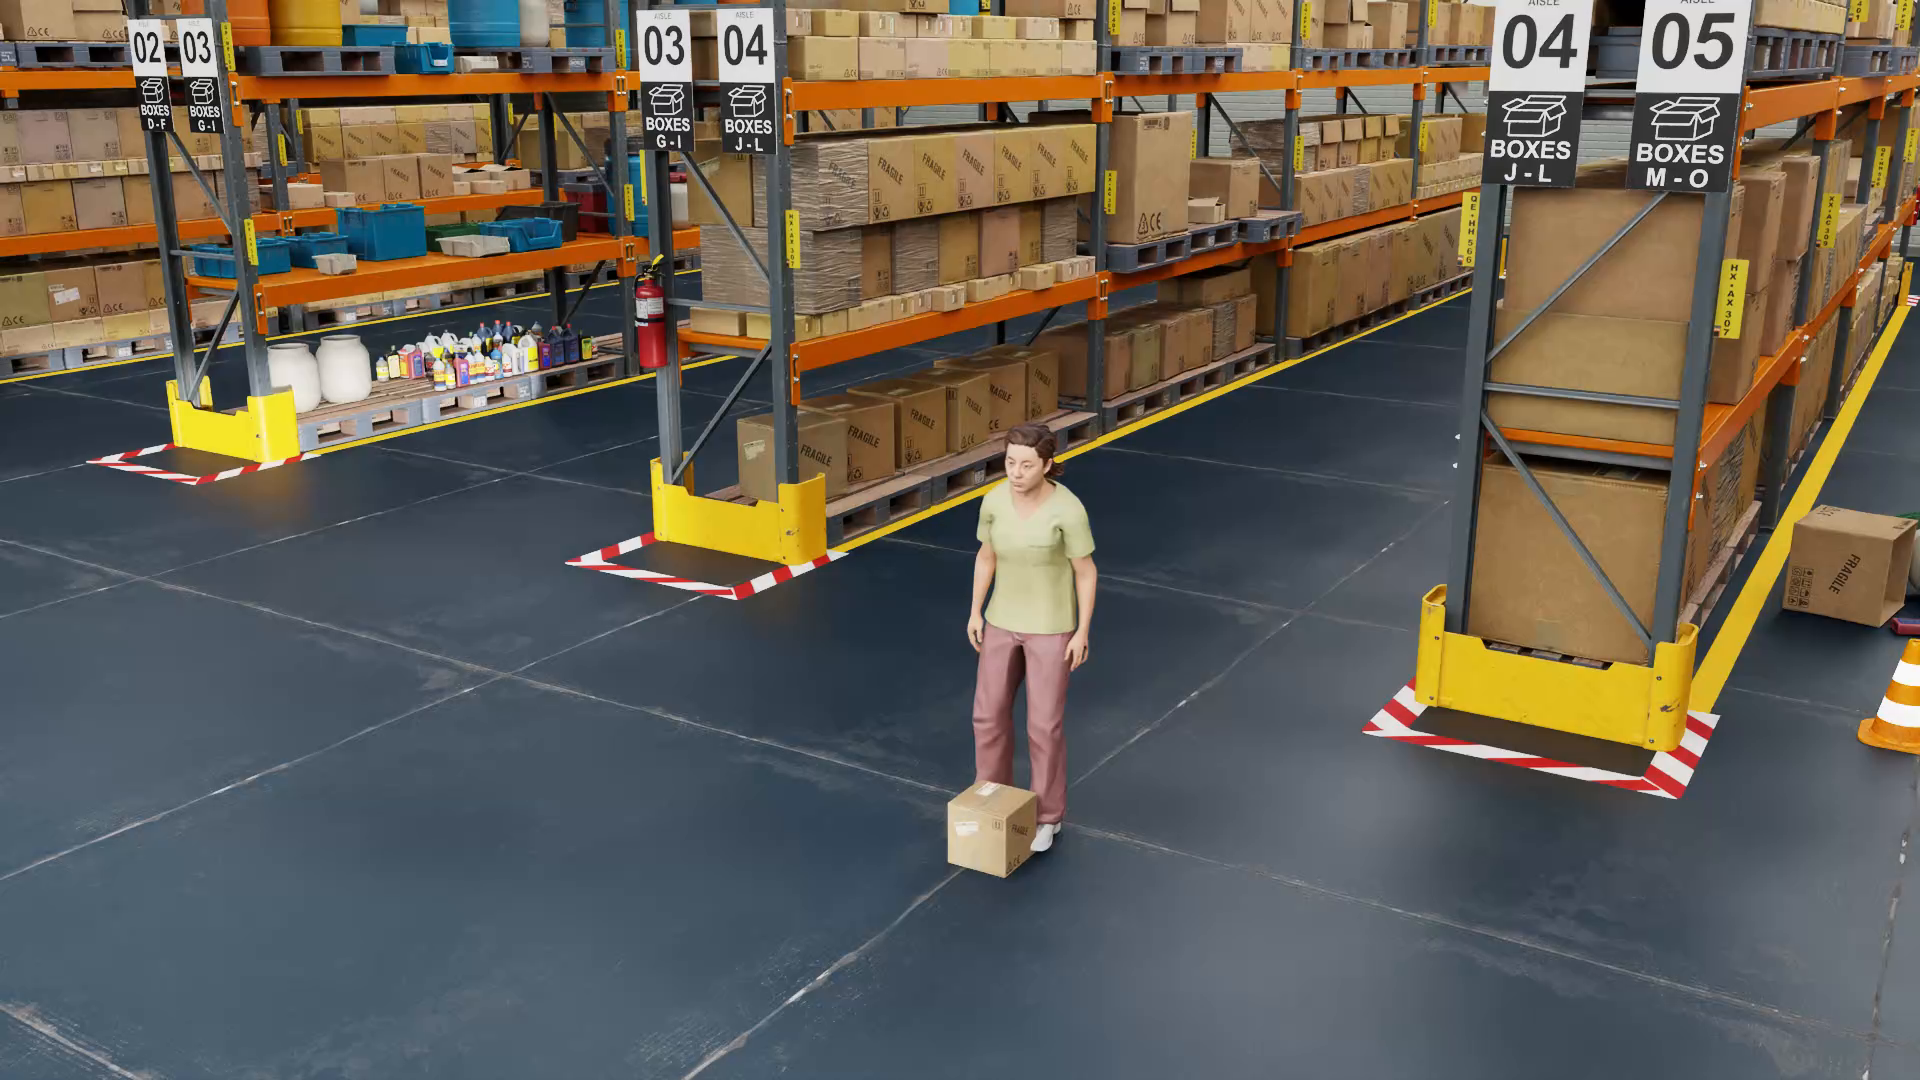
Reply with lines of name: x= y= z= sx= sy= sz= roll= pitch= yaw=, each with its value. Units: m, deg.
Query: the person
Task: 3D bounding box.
person: x=0.251 y=0.352 z=6.332 sx=0.517 sy=1.671 sz=0.362 roll=8 pitch=18 yaw=27
